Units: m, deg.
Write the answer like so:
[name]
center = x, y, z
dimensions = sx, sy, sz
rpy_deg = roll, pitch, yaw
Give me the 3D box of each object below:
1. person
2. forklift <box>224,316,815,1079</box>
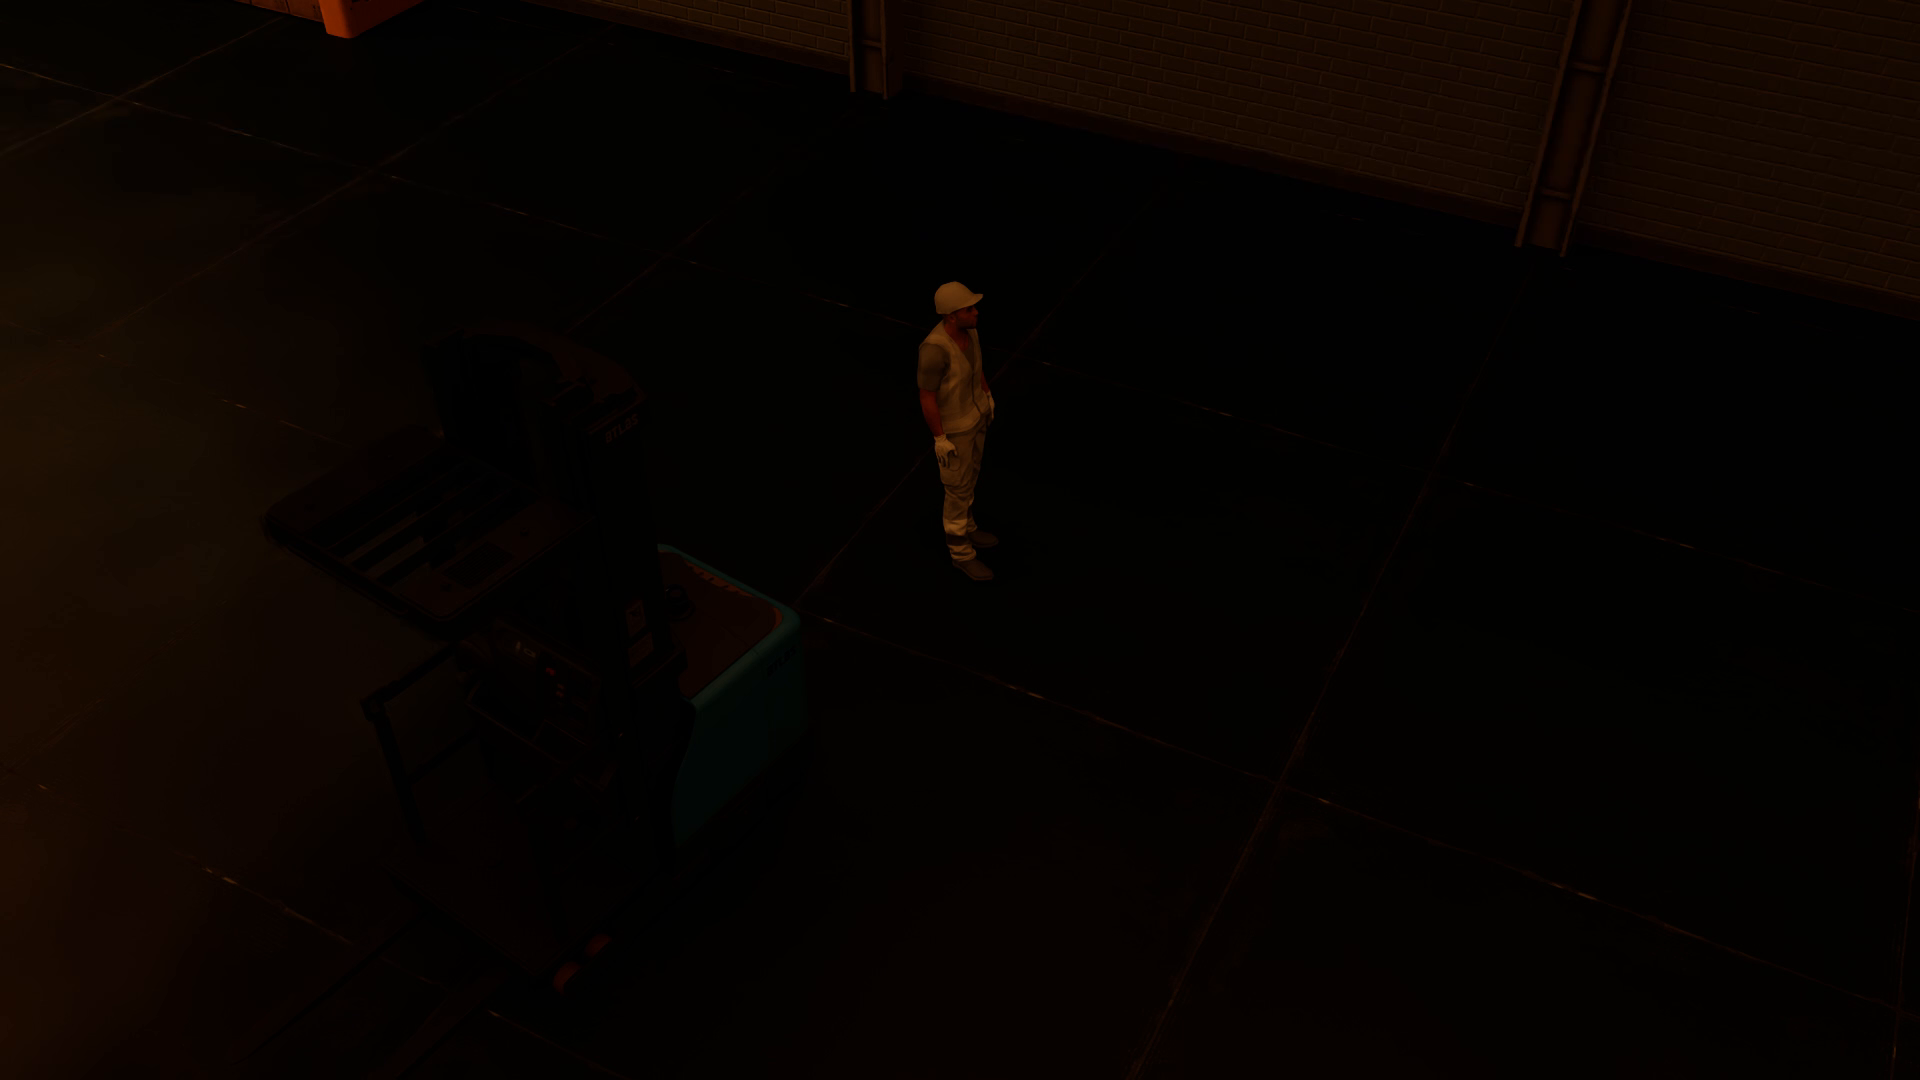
[person]
center = 0.066, -0.659, 9.644
dimensions = 0.562, 1.790, 0.637
rpy_deg = 18, 43, 21
[forklift]
center = -2.043, 0.644, 7.221
dimensions = 1.130, 2.935, 3.031
rpy_deg = 25, 46, 27
